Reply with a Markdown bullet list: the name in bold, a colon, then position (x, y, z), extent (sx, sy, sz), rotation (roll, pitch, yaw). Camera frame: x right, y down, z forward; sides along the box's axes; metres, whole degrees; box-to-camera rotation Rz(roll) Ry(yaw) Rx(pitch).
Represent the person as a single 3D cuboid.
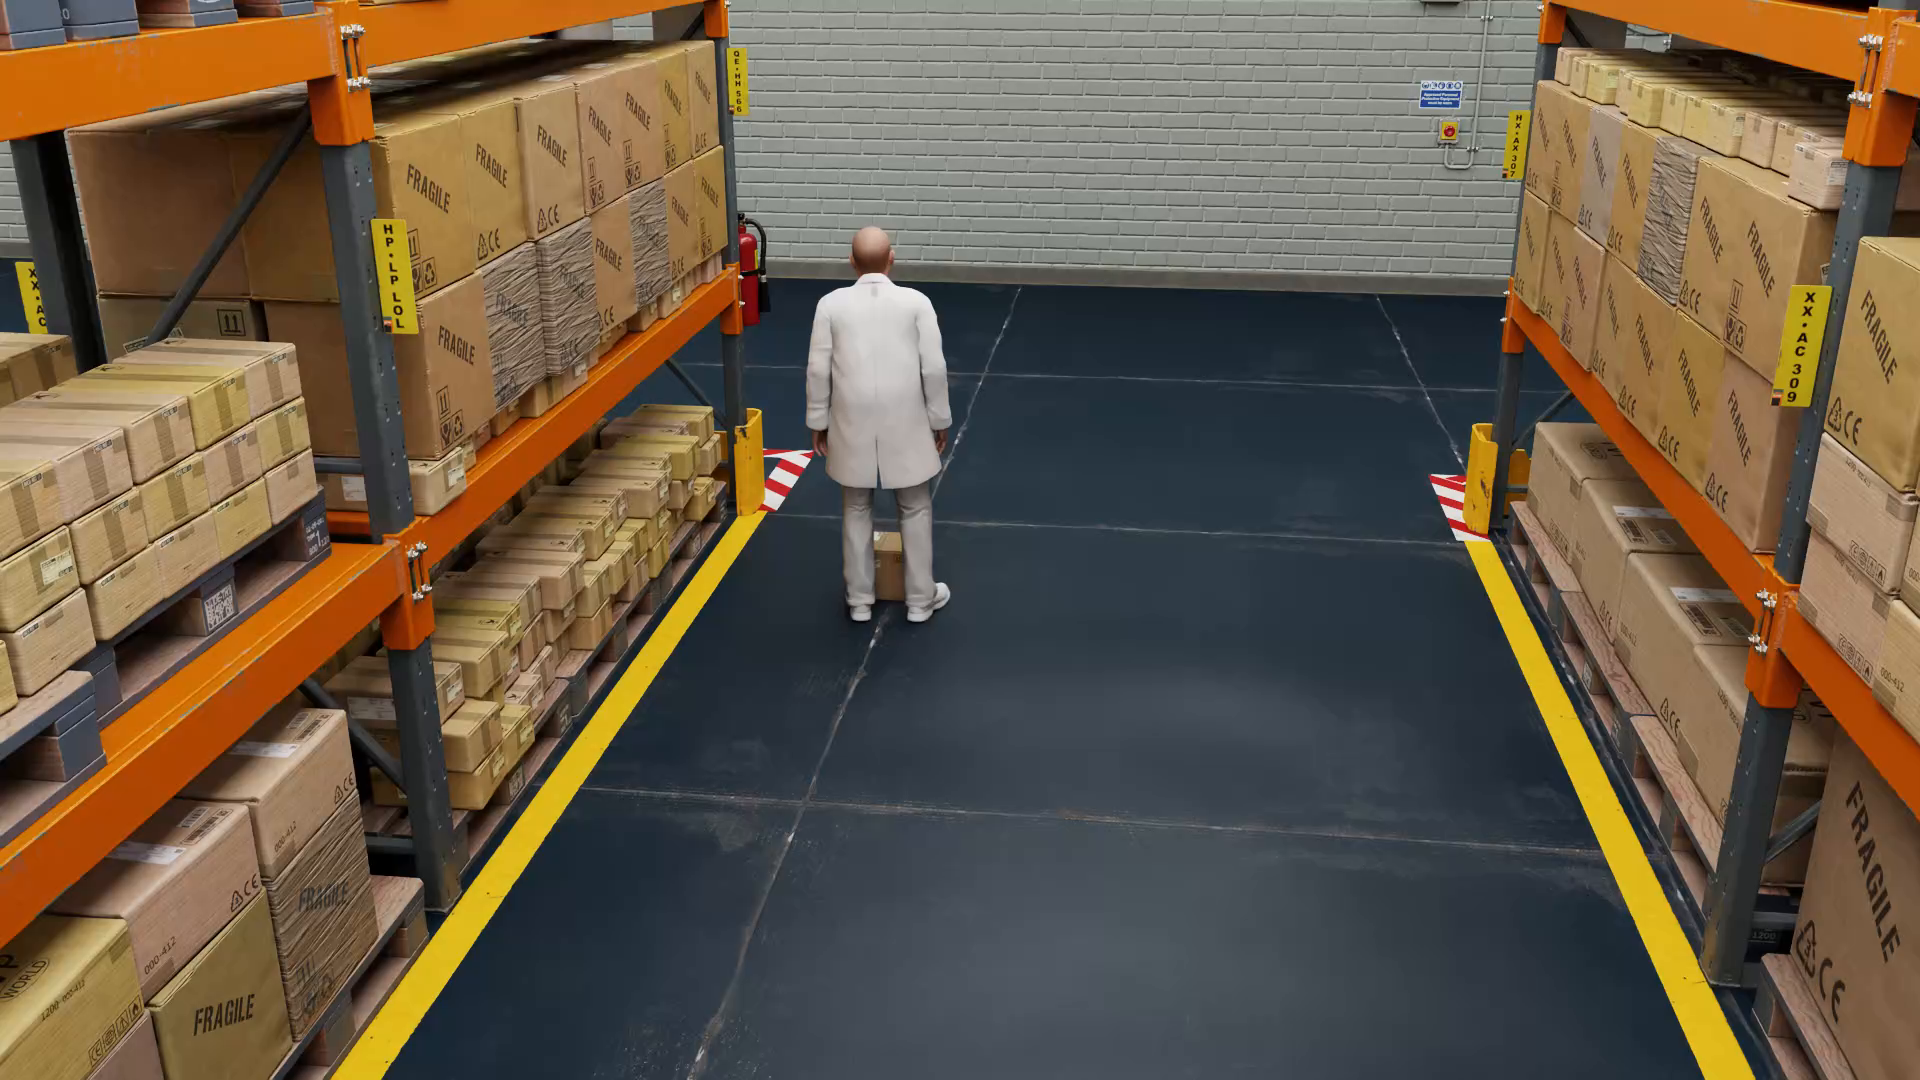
- **person**: position (-0.363, -0.503, 7.422), extent (0.653, 1.774, 0.425), rotation (1, 21, 2)
